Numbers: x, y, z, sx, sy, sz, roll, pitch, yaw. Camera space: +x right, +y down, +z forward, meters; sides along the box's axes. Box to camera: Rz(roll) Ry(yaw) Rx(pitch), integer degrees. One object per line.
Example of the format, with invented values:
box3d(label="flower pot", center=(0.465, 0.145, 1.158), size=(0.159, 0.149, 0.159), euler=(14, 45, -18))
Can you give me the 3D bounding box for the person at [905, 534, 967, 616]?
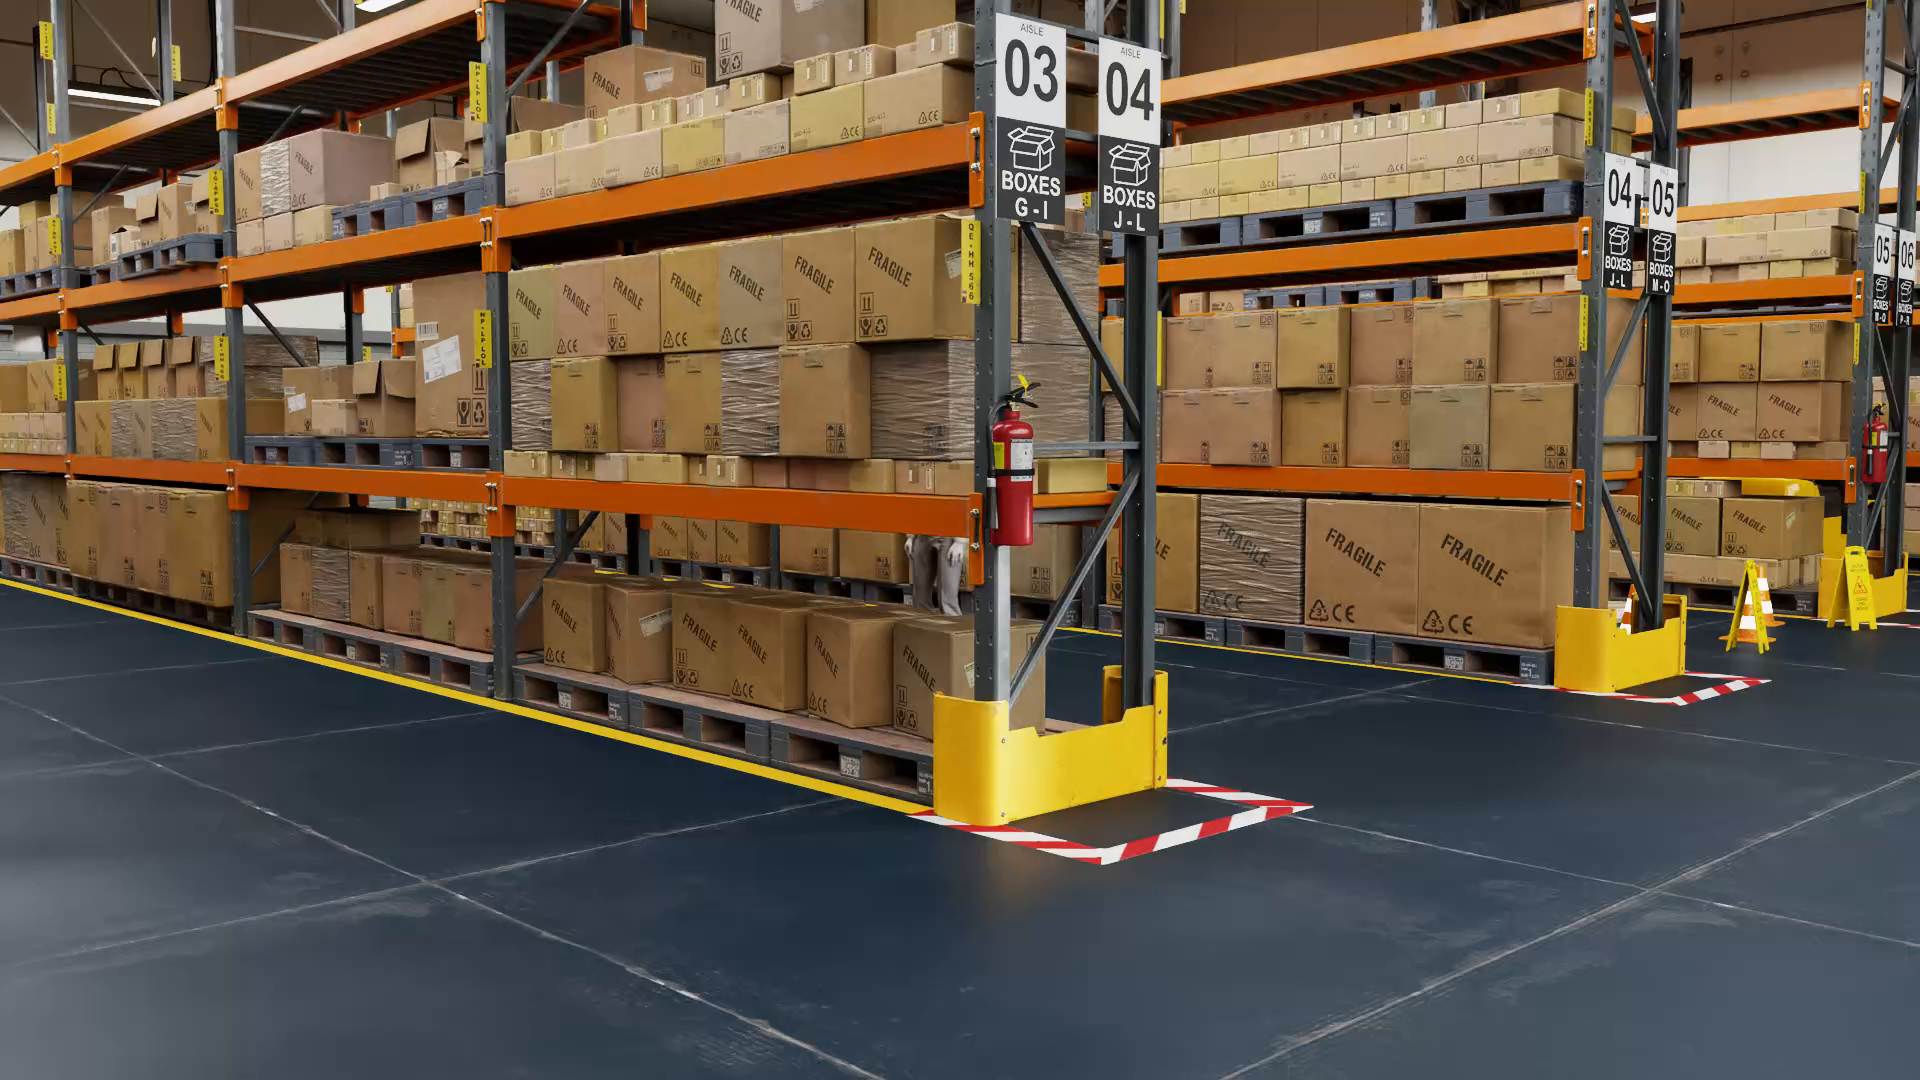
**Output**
box3d(label="person", center=(-0.142, 0.017, 10.767), size=(0.371, 1.663, 0.530), euler=(-4, 6, -43))
